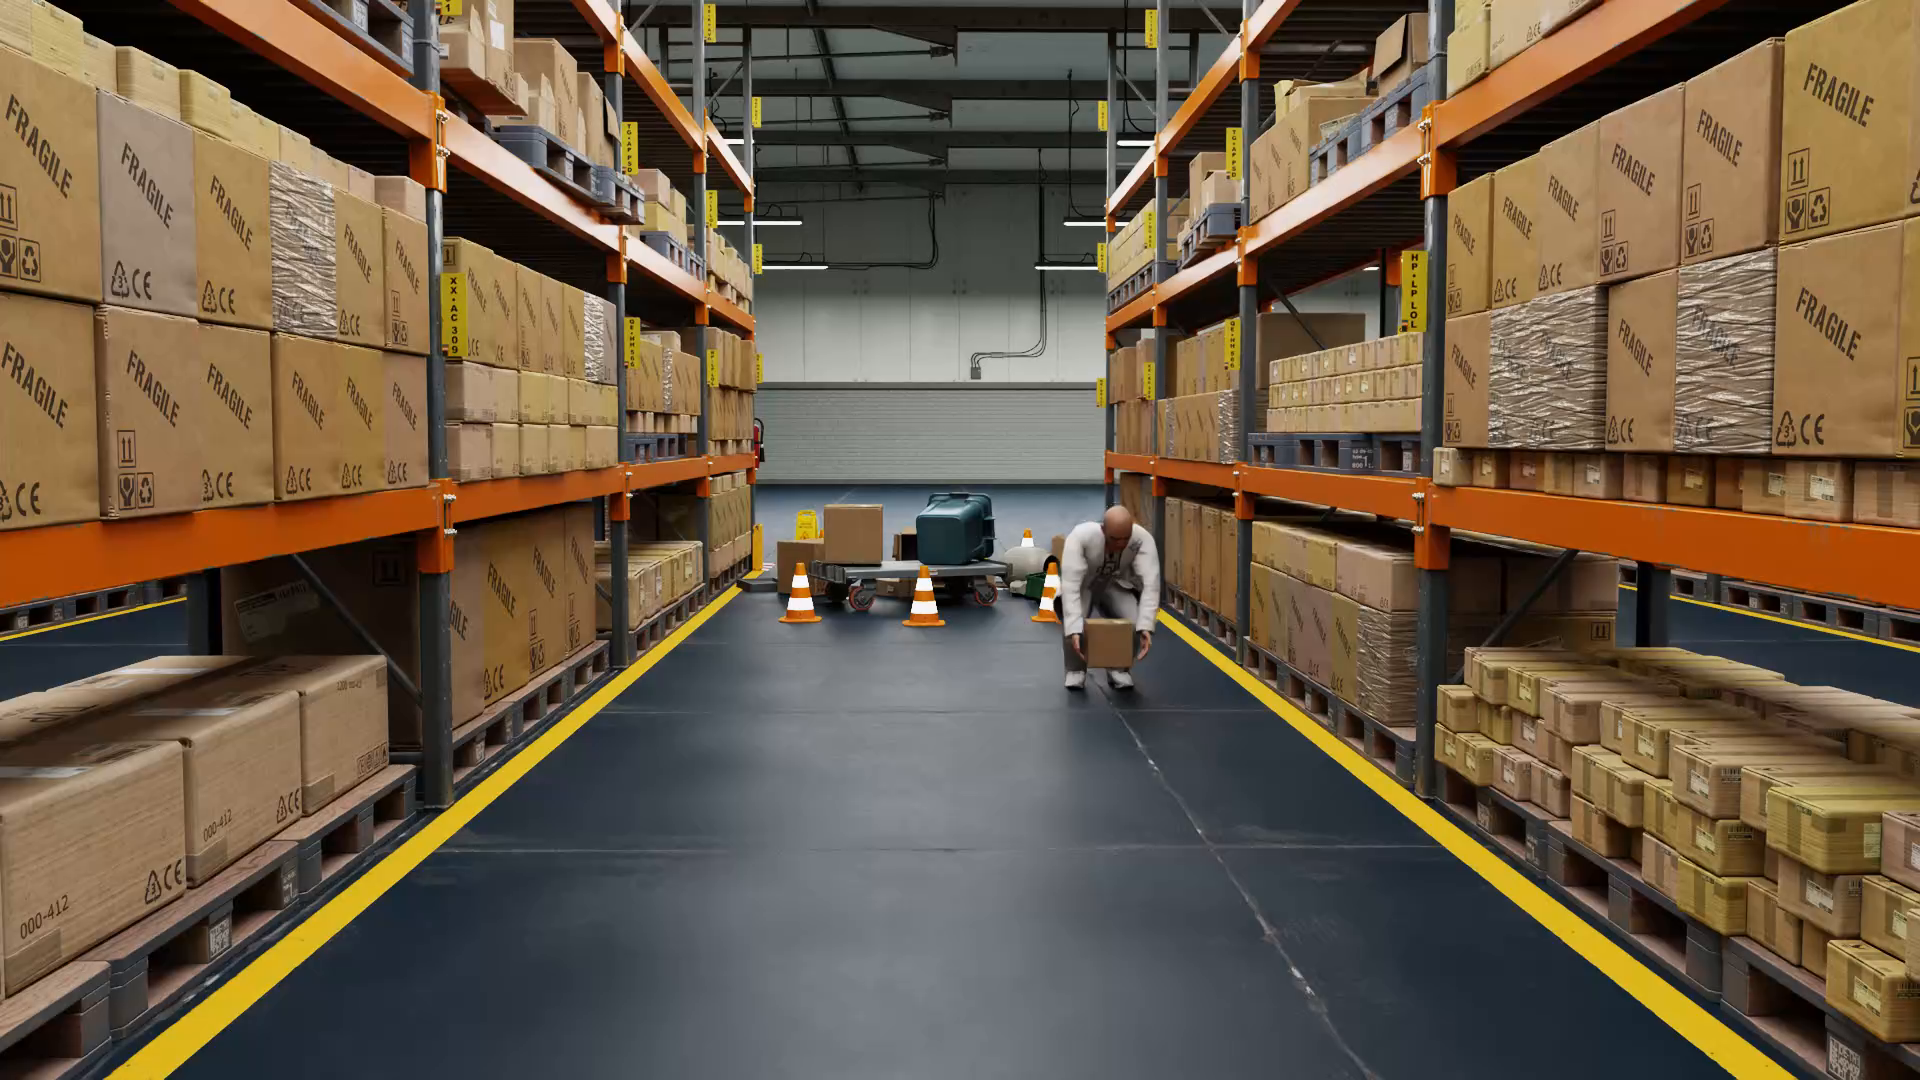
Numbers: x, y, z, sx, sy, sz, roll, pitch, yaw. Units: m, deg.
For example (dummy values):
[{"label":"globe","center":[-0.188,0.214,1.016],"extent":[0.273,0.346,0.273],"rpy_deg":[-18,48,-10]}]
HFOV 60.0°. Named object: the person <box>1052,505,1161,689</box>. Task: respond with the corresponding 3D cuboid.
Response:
[{"label":"person","center":[0.853,0.333,9.805],"extent":[0.615,1.101,0.876],"rpy_deg":[0,4,-1]}]
